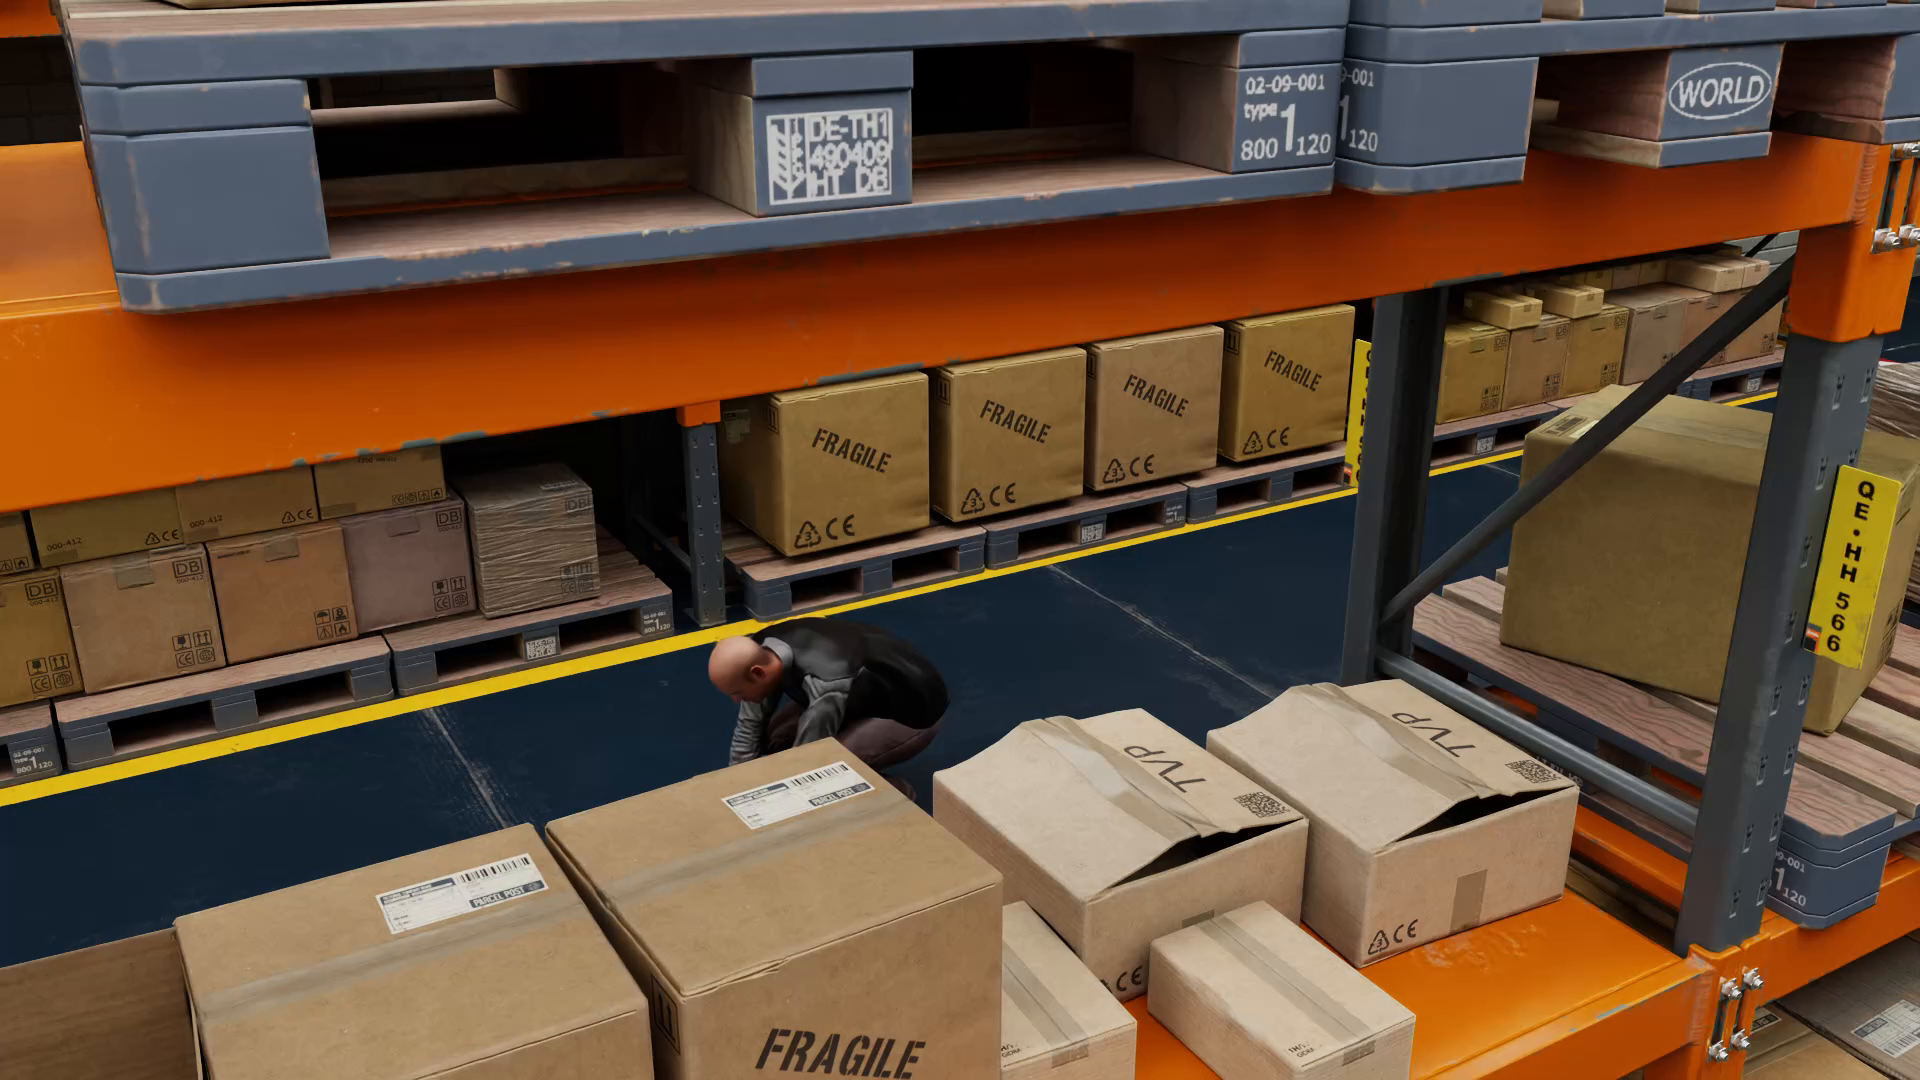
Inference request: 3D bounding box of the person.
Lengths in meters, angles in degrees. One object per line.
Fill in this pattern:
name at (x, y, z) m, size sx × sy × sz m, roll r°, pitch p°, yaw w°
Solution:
person at (-0.463, 0.642, 5.776) m, size 0.877 × 0.800 × 0.530 m, roll -12°, pitch 25°, yaw -28°
